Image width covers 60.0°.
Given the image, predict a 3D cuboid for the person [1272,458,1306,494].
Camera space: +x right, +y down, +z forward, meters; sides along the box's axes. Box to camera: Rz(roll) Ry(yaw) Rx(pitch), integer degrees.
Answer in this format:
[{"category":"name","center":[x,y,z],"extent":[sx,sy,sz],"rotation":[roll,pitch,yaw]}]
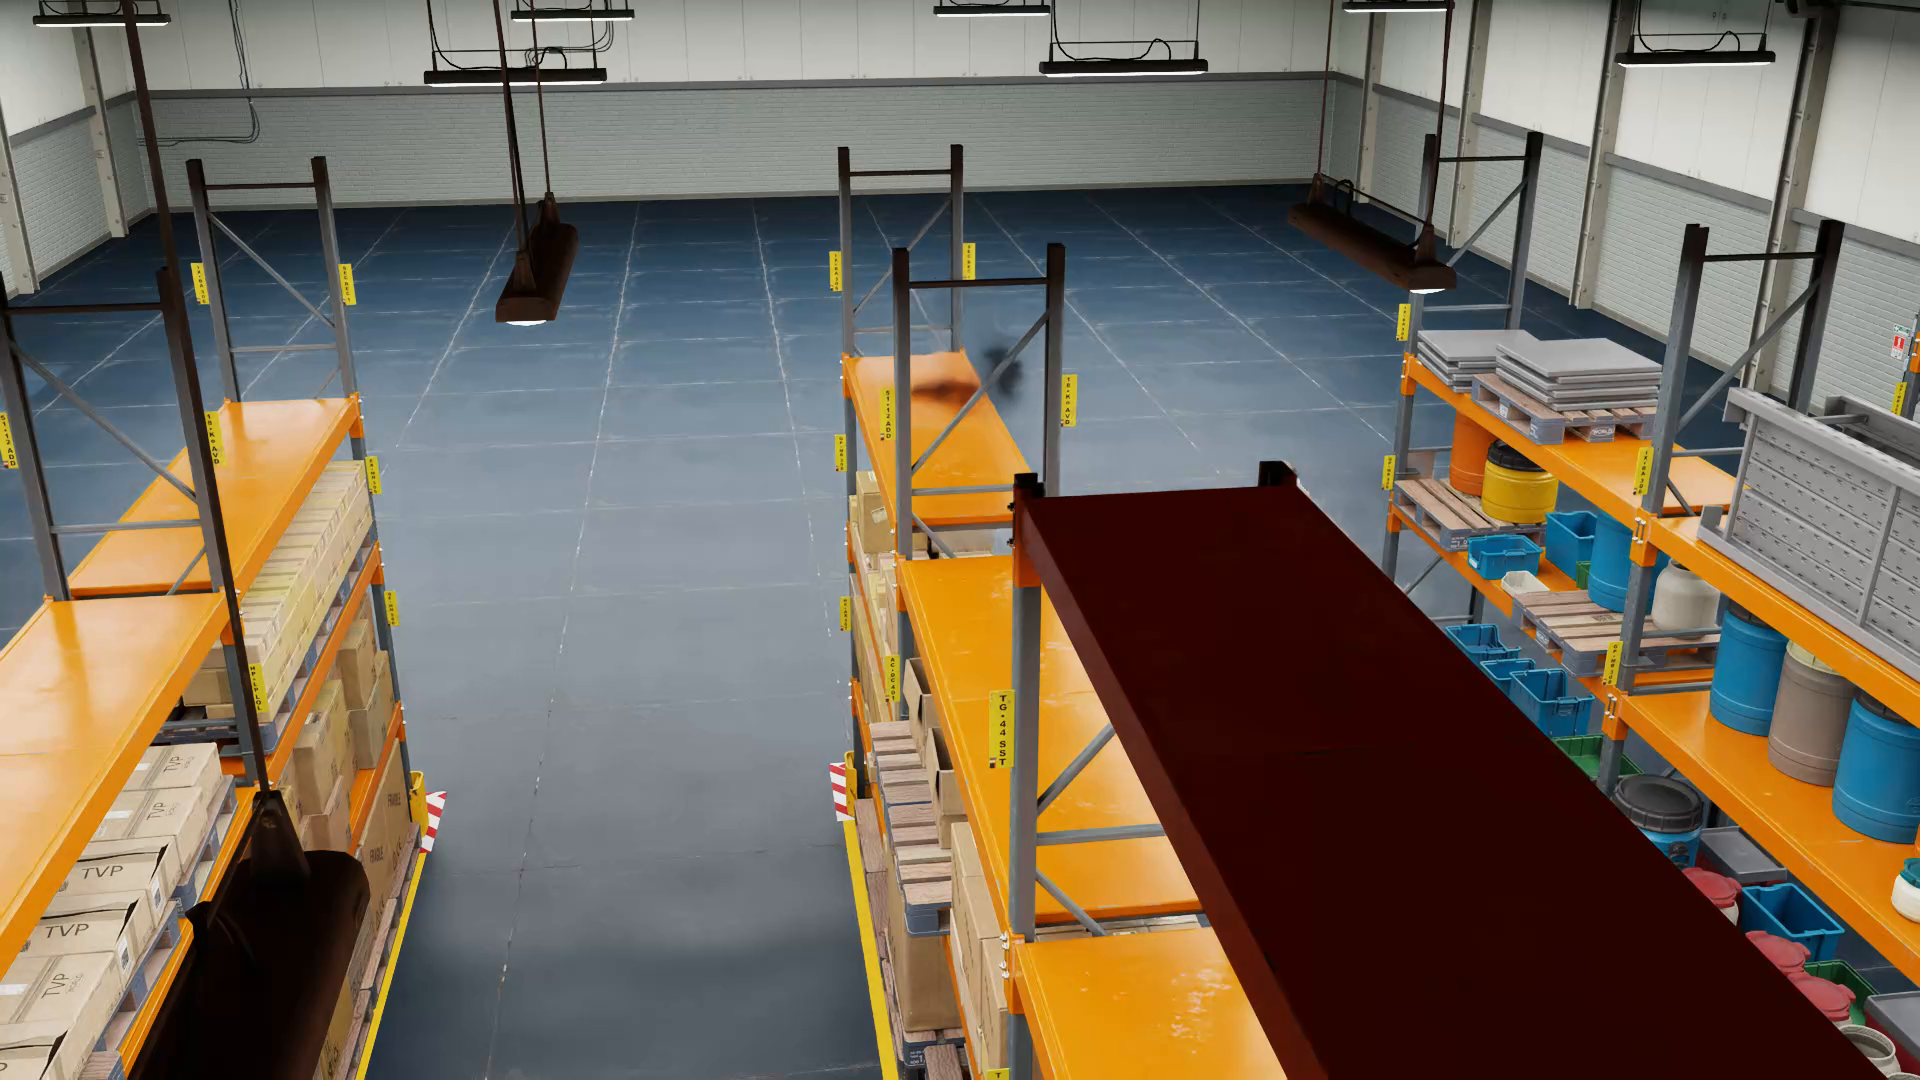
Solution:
[{"category":"person","center":[3.682,-0.036,19.491],"extent":[0.836,1.751,0.688],"rotation":[6,22,16]}]
